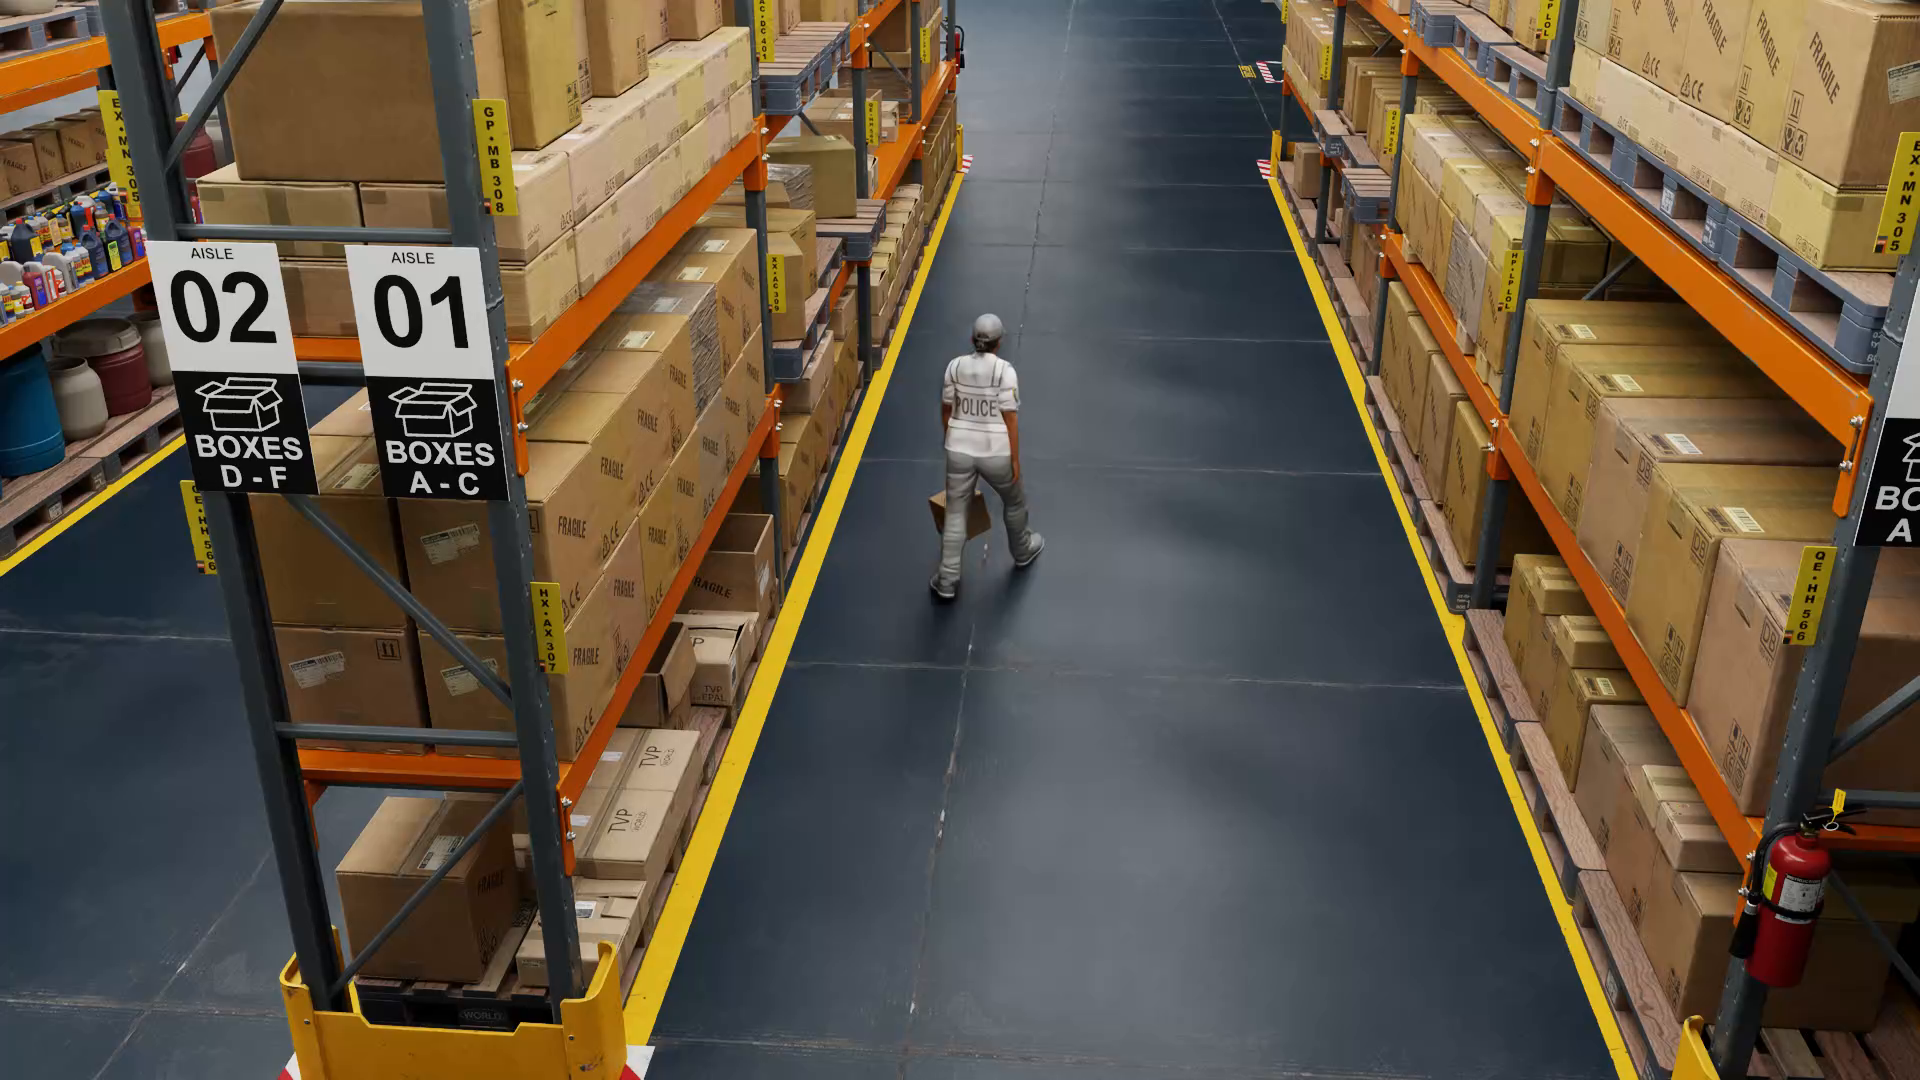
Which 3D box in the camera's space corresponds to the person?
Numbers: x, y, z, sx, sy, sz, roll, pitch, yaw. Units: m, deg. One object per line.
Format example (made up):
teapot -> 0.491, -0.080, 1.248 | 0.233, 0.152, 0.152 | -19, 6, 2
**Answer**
person -> 0.139, -0.529, 9.781 | 0.526, 1.612, 0.923 | 9, 26, 19
